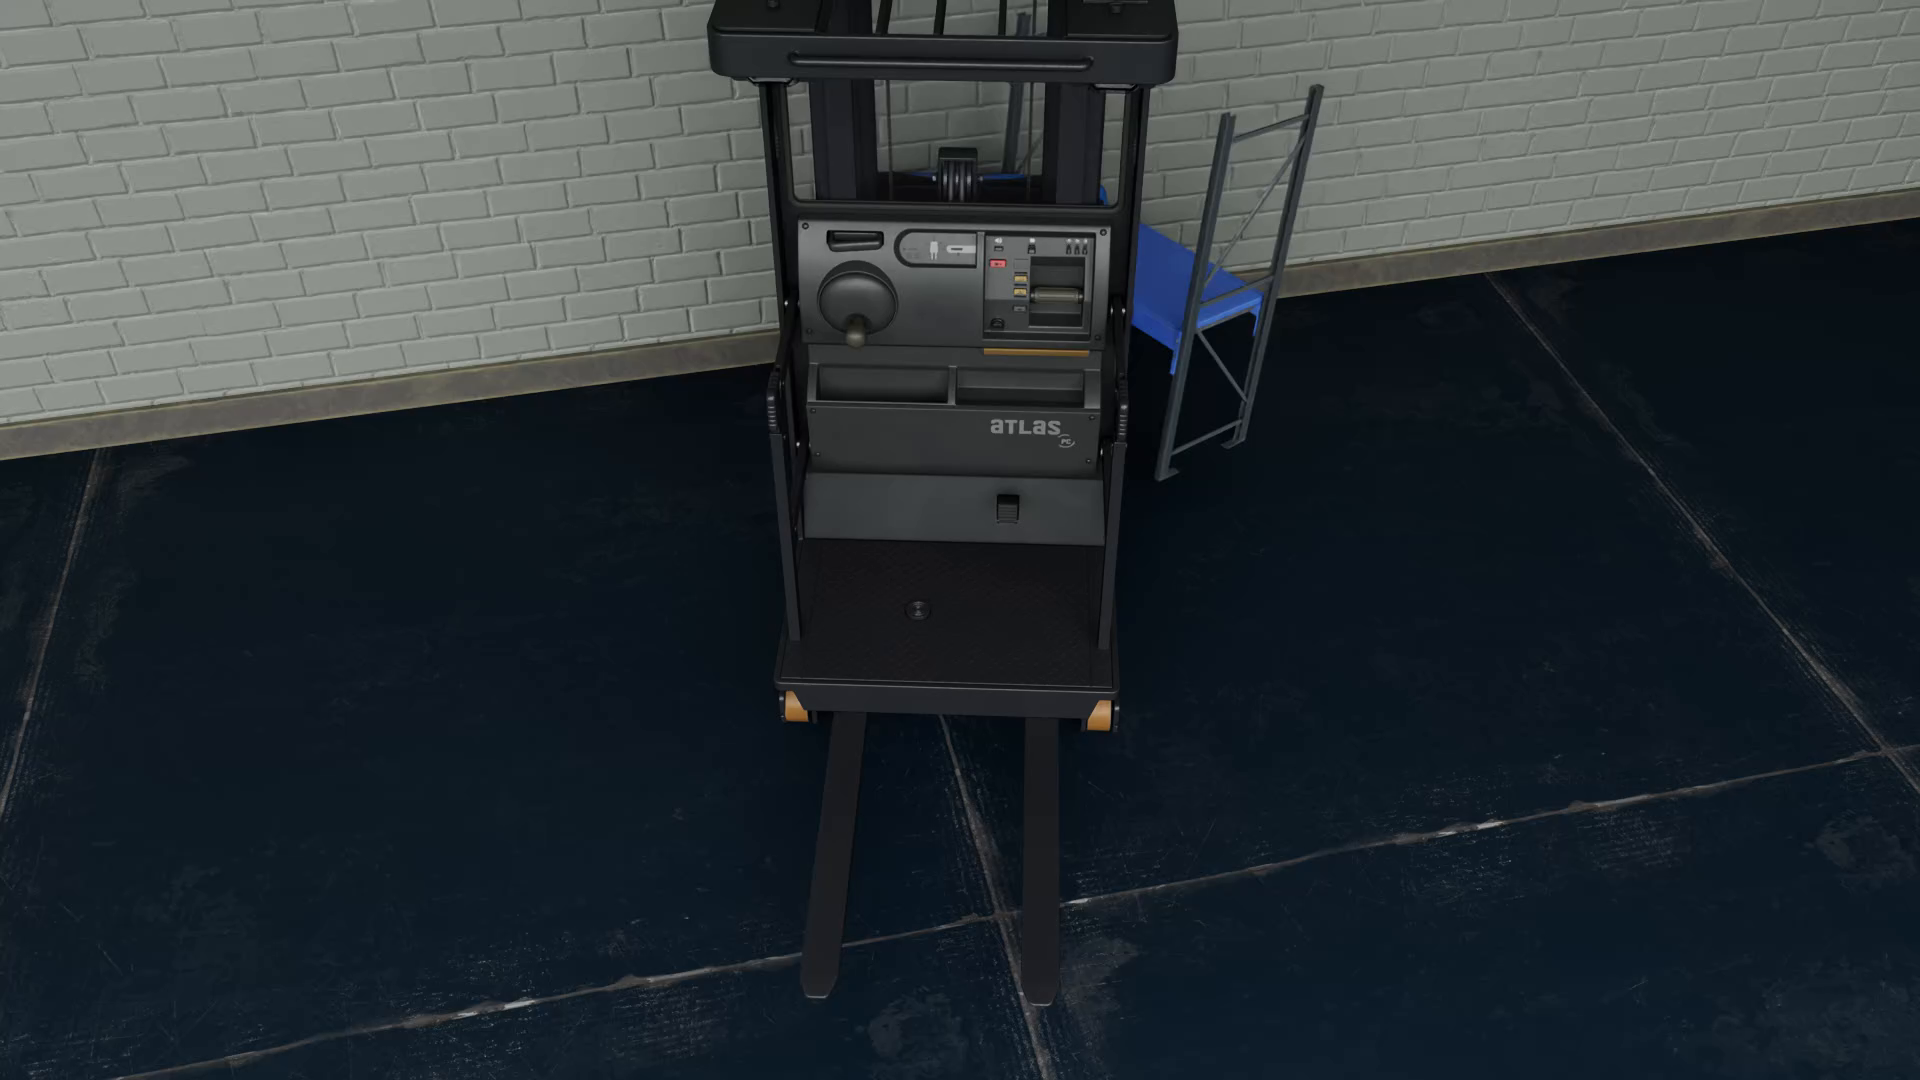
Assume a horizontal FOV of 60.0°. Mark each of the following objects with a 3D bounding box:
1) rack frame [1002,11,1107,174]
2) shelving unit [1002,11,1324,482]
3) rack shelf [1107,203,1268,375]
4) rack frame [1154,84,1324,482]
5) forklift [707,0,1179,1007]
[{"bbox_3d":[0.355,-1.429,6.695,0.500,1.500,0.032,-25,47,-33],"label":"rack frame"},{"bbox_3d":[0.682,-1.169,6.406,0.538,1.500,1.048,-25,47,-33],"label":"shelving unit"},{"bbox_3d":[0.668,-1.028,6.518,0.538,0.185,1.000,-25,47,-33],"label":"rack shelf"},{"bbox_3d":[1.010,-0.908,6.118,0.500,1.500,0.032,-25,47,-33],"label":"rack frame"},{"bbox_3d":[-0.025,-0.683,4.812,1.130,2.935,3.031,2,42,2],"label":"forklift"}]
